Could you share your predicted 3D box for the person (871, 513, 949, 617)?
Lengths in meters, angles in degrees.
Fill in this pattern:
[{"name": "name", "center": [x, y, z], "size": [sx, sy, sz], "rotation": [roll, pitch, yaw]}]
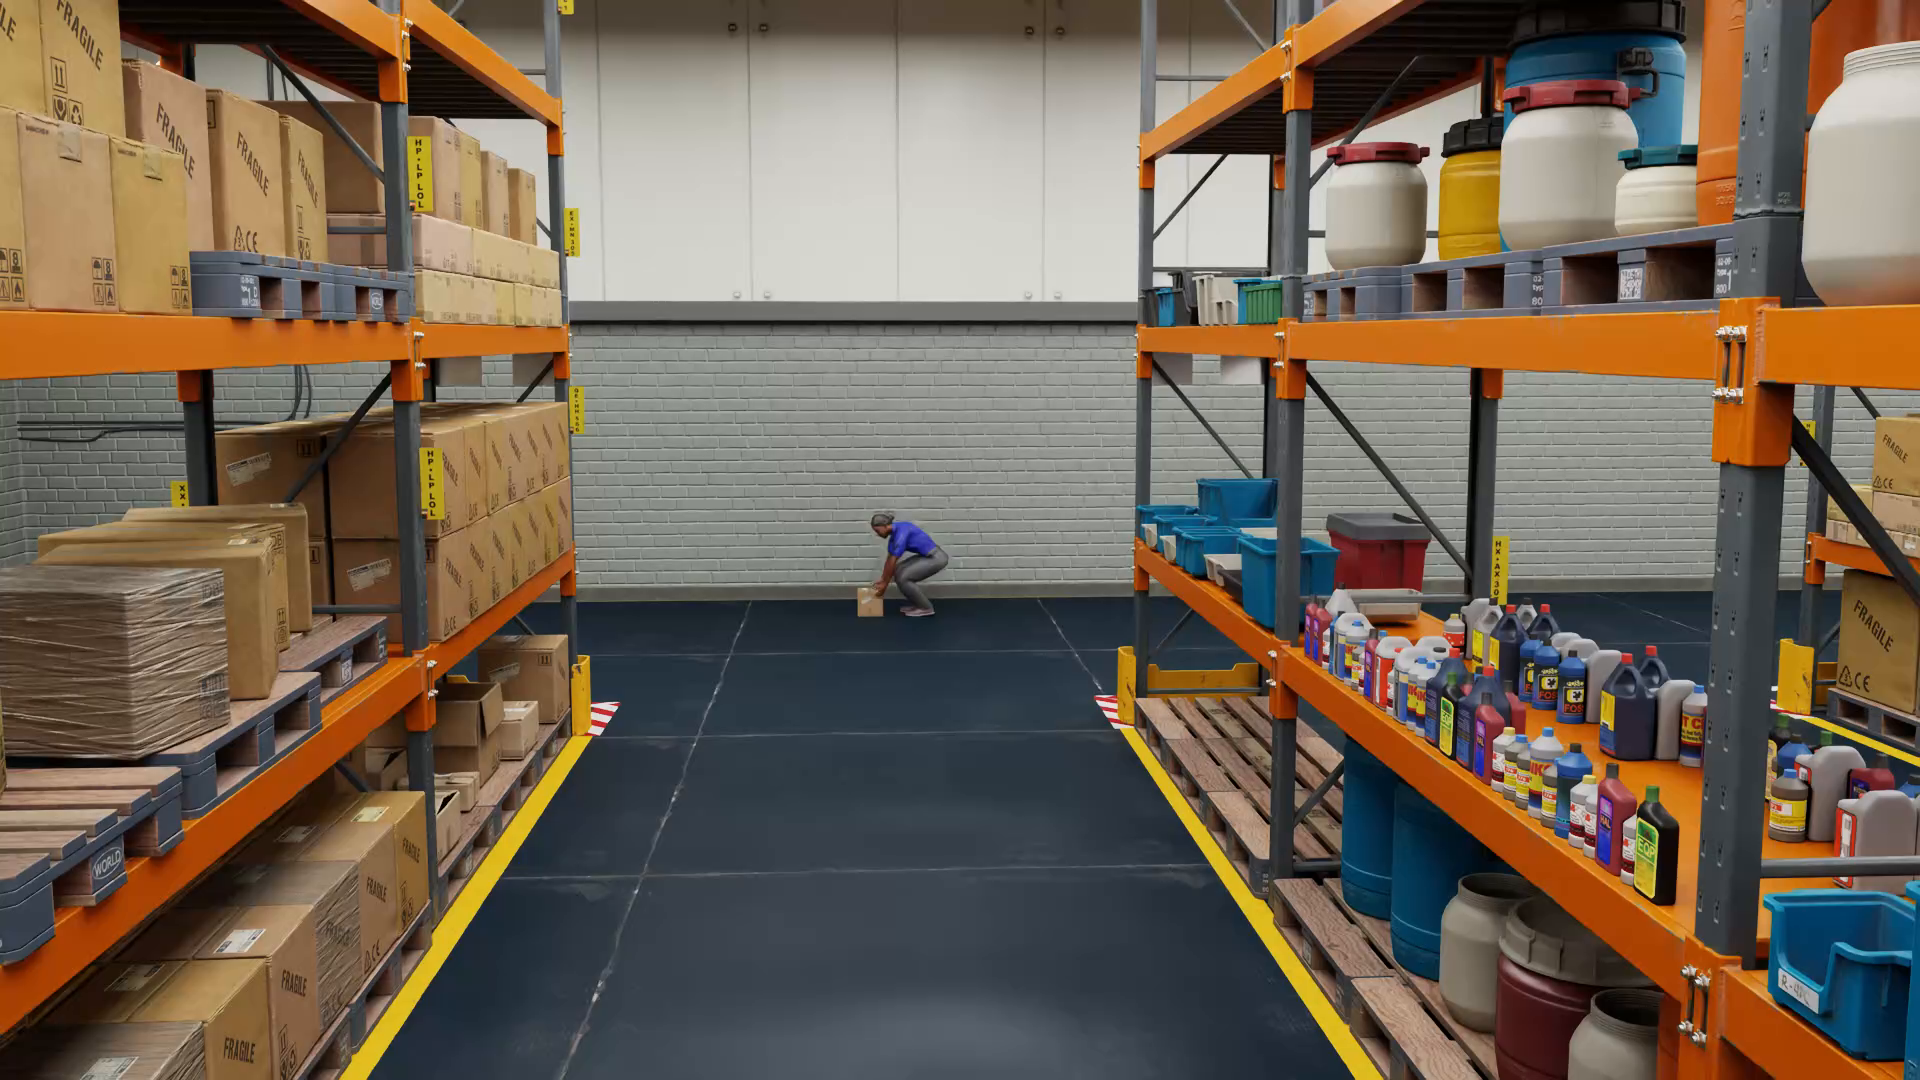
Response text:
[{"name": "person", "center": [-0.494, 0.241, 16.452], "size": [0.767, 1.022, 0.485], "rotation": [0, 7, -4]}]
